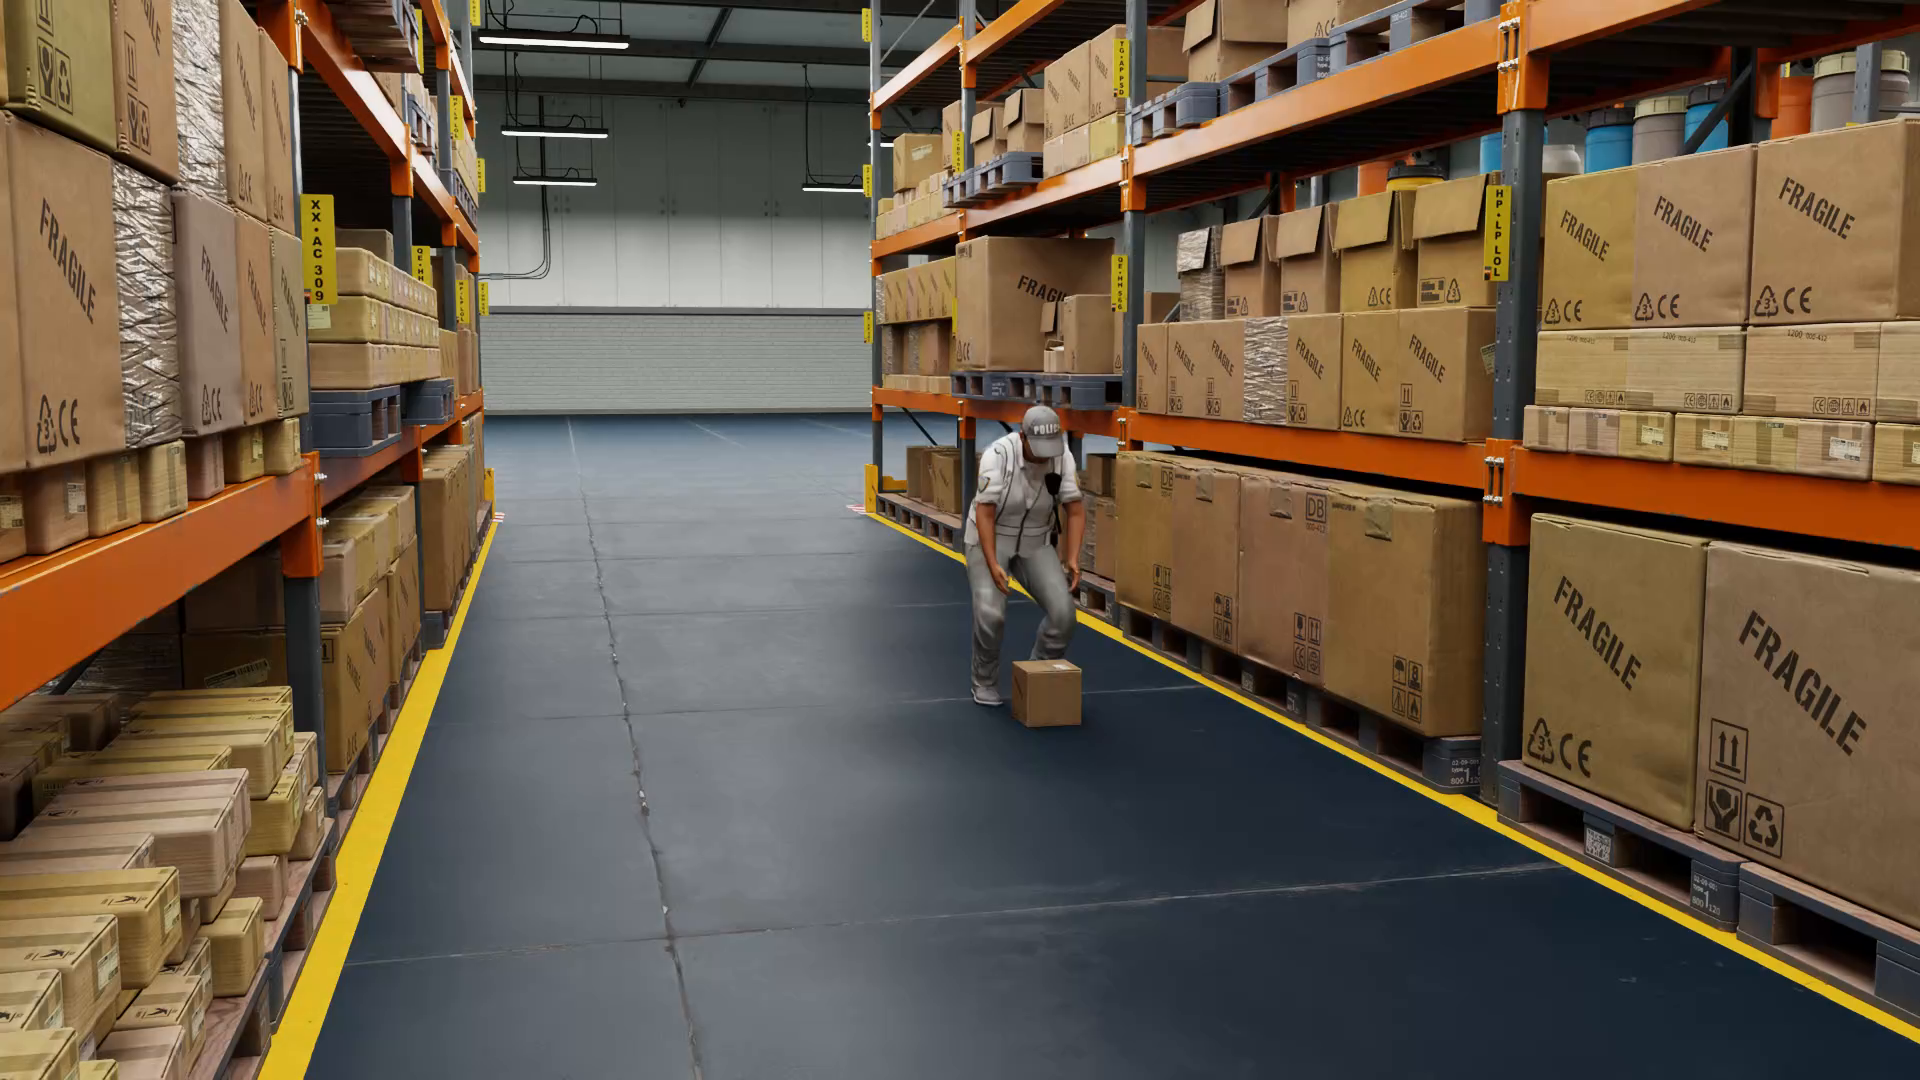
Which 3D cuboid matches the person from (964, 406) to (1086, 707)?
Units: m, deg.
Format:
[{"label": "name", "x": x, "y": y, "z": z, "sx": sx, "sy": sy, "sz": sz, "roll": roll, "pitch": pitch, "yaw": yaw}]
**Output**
[{"label": "person", "x": 0.309, "y": 0.069, "z": 7.785, "sx": 0.535, "sy": 1.406, "sz": 0.710, "roll": -1, "pitch": 6, "yaw": -13}]
